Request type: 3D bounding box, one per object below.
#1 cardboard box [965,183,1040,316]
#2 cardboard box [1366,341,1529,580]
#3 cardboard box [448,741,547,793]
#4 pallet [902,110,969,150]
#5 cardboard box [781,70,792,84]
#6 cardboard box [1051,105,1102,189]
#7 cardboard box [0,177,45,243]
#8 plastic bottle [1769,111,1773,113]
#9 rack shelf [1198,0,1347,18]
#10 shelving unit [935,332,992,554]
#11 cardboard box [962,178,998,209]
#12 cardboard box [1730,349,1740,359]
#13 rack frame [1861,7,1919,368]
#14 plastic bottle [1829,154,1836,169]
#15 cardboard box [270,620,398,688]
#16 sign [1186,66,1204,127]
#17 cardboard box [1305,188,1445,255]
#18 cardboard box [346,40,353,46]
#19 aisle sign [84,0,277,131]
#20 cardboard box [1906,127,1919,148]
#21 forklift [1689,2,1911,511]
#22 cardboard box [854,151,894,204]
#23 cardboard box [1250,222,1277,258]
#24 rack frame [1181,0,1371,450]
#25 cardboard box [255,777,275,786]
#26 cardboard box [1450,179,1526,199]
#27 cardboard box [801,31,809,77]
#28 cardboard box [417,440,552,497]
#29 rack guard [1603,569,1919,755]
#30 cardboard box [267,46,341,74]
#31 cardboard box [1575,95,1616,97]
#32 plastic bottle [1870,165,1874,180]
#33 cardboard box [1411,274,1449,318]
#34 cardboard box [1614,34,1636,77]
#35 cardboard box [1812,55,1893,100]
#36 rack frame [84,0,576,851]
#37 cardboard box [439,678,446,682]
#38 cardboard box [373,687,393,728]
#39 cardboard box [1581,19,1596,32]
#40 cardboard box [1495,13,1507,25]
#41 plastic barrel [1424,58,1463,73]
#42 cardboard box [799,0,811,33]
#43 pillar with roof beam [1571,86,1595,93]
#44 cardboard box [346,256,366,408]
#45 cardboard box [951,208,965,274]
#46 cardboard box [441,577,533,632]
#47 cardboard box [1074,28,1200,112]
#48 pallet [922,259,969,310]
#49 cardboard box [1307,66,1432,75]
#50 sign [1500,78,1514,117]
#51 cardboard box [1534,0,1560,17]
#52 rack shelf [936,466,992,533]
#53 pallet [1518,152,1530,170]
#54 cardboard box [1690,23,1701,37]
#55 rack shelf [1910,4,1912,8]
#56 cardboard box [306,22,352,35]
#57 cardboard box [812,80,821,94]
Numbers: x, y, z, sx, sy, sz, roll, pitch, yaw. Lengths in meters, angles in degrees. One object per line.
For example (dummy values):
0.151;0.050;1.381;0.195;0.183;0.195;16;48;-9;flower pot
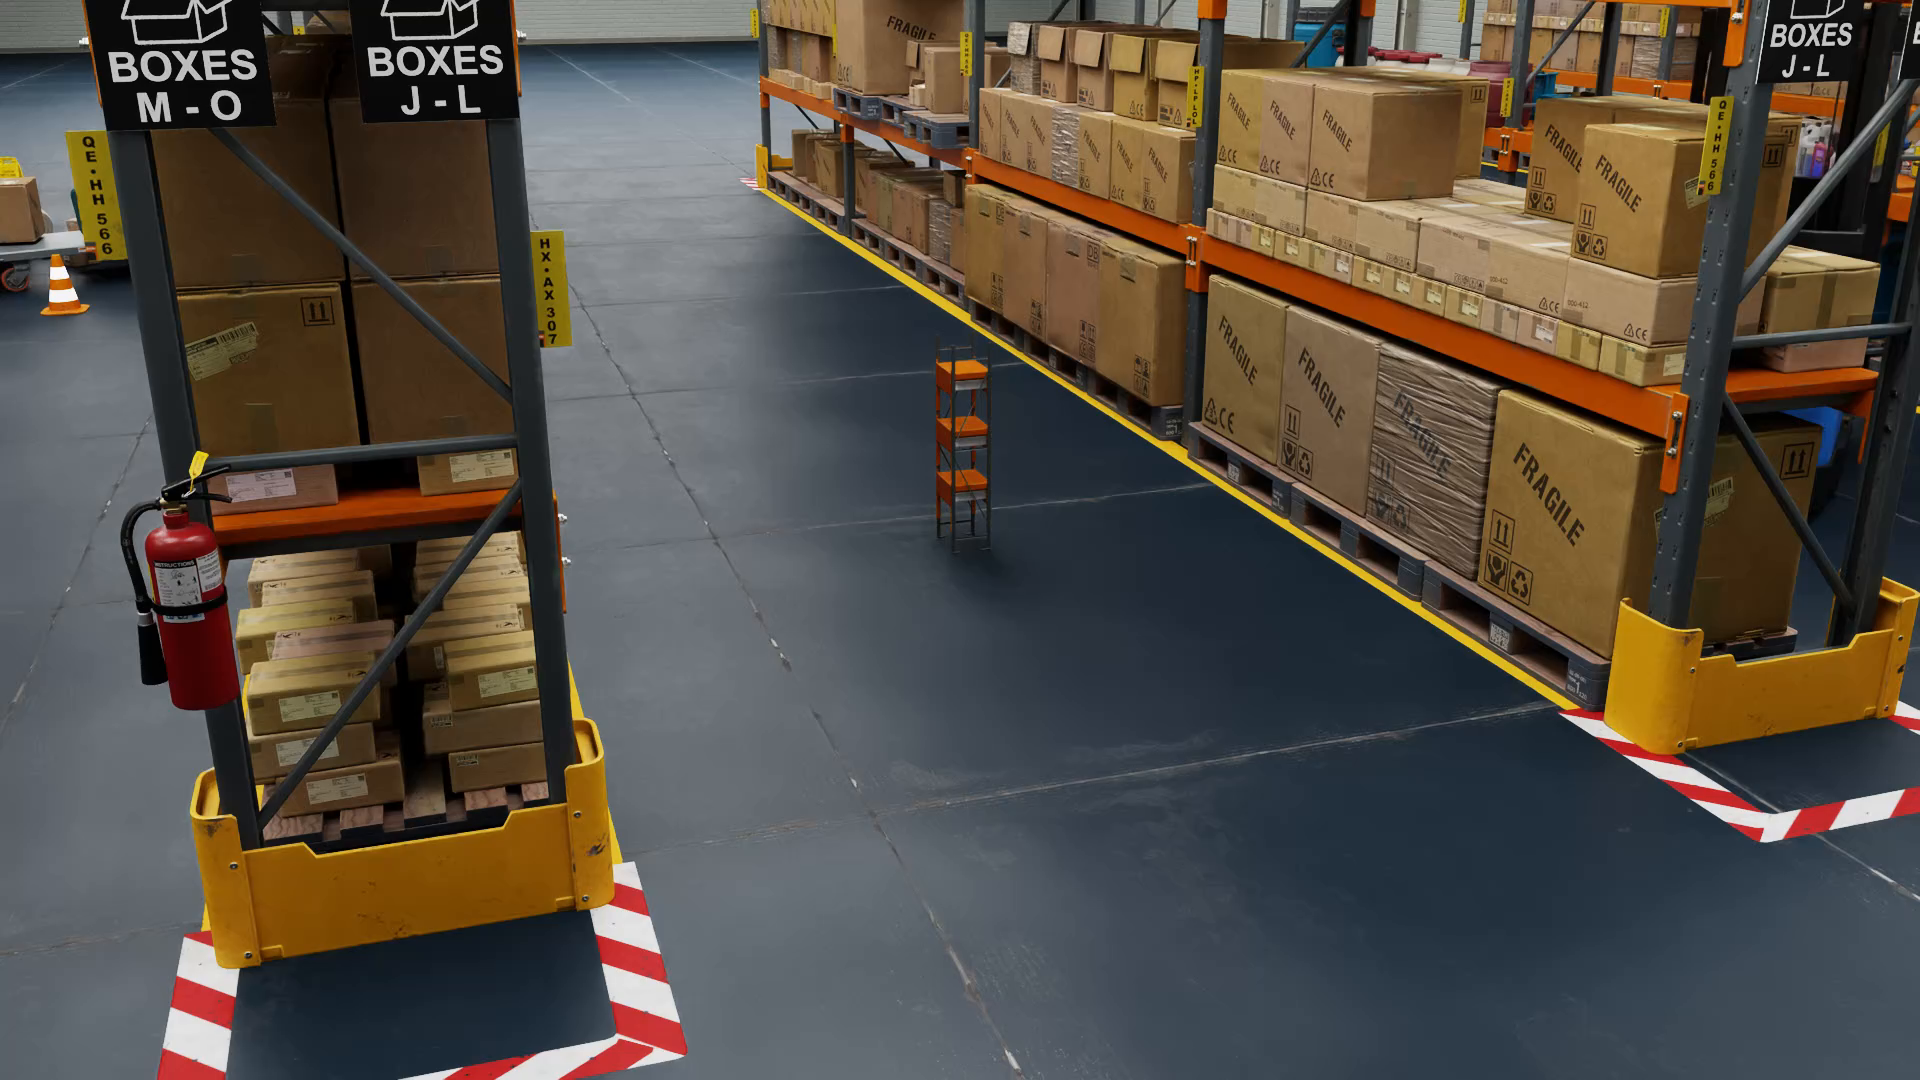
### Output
0.761;-2.270;12.822;1.225;0.875;0.875;-7;21;-20;cardboard box
2.515;-0.416;7.658;0.875;0.875;0.875;-6;21;-17;cardboard box
-1.523;0.707;5.606;0.380;0.149;0.250;-6;21;-16;cardboard box
0.238;-3.423;13.794;1.213;0.211;1.003;-6;21;-17;pallet
-1.865;-5.387;19.347;0.380;0.149;0.250;-6;21;-17;cardboard box
0.942;-2.669;11.261;0.500;0.500;0.500;-6;21;-17;cardboard box
-8.421;-2.906;14.647;0.500;0.500;0.500;-6;21;-17;cardboard box
6.267;-3.191;12.935;0.144;0.351;0.185;-6;21;-17;plastic bottle
1.192;-3.728;10.984;1.077;0.370;4.000;-6;21;-17;rack shelf
0.017;-0.477;8.191;0.215;1.050;0.252;-6;21;-17;shelving unit
0.324;-2.892;13.968;0.500;0.250;0.500;-6;20;-15;cardboard box
3.198;-0.842;6.695;0.380;0.149;0.250;-7;21;-18;cardboard box
6.523;-2.539;11.048;1.000;3.000;0.127;-6;21;-17;rack frame
6.030;-2.572;11.434;0.097;0.201;0.097;0;20;0;plastic bottle
-2.094;0.400;5.582;0.380;0.149;0.250;-6;21;-16;cardboard box
1.309;-2.460;9.231;0.100;0.325;0.005;-6;21;-17;sign
2.040;-1.578;8.154;0.500;0.250;0.500;-6;21;-16;cardboard box
-2.348;-1.888;7.169;0.500;0.500;0.500;-7;21;-19;cardboard box
-1.924;-1.403;4.039;0.394;0.787;0.004;-6;21;-17;aisle sign
13.049;-5.518;22.390;0.500;0.500;0.500;-8;21;-21;cardboard box
4.751;-1.978;9.588;1.130;2.935;3.031;11;23;28;forklift
-0.969;-3.917;17.961;0.500;0.500;0.500;0;20;0;cardboard box
1.764;-1.596;8.793;0.380;0.149;0.250;-6;21;-15;cardboard box
1.821;-2.013;9.583;1.000;3.000;0.127;-6;21;-17;rack frame
-2.203;0.691;5.652;0.380;0.149;0.250;-6;21;-16;cardboard box
2.534;-1.639;8.323;0.500;0.250;0.500;-6;21;-16;cardboard box
-1.271;-5.397;18.417;0.875;0.500;0.500;-6;21;-17;cardboard box
-1.453;-0.255;5.061;0.380;0.149;0.250;-7;21;-18;cardboard box
3.086;0.455;6.410;1.175;0.500;0.348;-6;21;-17;rack guard
-2.703;-1.675;6.577;0.500;0.500;0.500;-6;21;-16;cardboard box
8.390;-5.551;21.771;0.500;0.500;0.500;-6;21;-17;cardboard box
6.205;-2.557;11.392;0.097;0.201;0.097;0;20;0;plastic bottle
2.249;-1.101;7.416;0.380;0.149;0.250;-6;21;-17;cardboard box
8.394;-5.989;20.504;0.700;0.500;0.500;-7;21;-18;cardboard box
9.426;-4.932;17.561;0.500;0.500;0.500;-8;21;-20;cardboard box
-1.662;-0.235;4.632;1.000;3.000;0.127;-6;21;-17;rack frame
-1.616;0.480;5.798;0.380;0.149;0.250;-6;21;-17;cardboard box
-2.130;0.541;5.629;0.380;0.149;0.250;-7;21;-18;cardboard box
8.025;-6.456;20.845;0.380;0.149;0.250;-6;21;-16;cardboard box
7.459;-7.034;22.455;0.380;0.149;0.250;-7;21;-19;cardboard box
4.607;-4.318;15.835;0.421;0.512;0.421;0;20;0;plastic barrel
-1.411;-5.674;17.708;0.500;0.500;0.500;-6;21;-17;cardboard box
7.224;-11.601;27.403;9.100;9.000;0.400;-6;21;-17;pillar with roof beam
-2.205;-0.704;5.352;0.500;0.500;0.500;-7;21;-18;cardboard box
0.334;-2.540;14.097;0.700;0.500;0.500;-8;21;-20;cardboard box
-1.663;0.255;5.985;0.380;0.149;0.250;-6;21;-17;cardboard box
1.197;-3.155;11.132;0.797;0.503;0.637;-6;21;-15;cardboard box
0.319;-2.235;14.327;1.003;0.211;1.213;-6;21;-17;pallet
2.219;-2.316;9.100;0.500;0.500;0.500;-6;21;-16;cardboard box
4.745;-3.839;14.425;0.100;0.325;0.005;-6;21;-17;sign
7.935;-7.075;21.608;0.700;0.500;0.500;-6;21;-17;cardboard box
0.017;-0.205;8.289;0.215;0.259;0.240;-6;21;-17;rack shelf
8.114;-4.971;21.944;1.003;0.211;1.213;-6;21;-17;pallet
8.811;-6.091;19.828;0.380;0.149;0.250;-6;21;-17;cardboard box
7.151;-2.970;8.876;1.077;0.370;4.000;-6;21;-17;rack shelf
-4.308;-3.465;11.998;0.700;0.500;0.500;-7;21;-17;cardboard box
-1.386;-4.906;18.009;0.380;0.149;0.250;-6;21;-17;cardboard box
